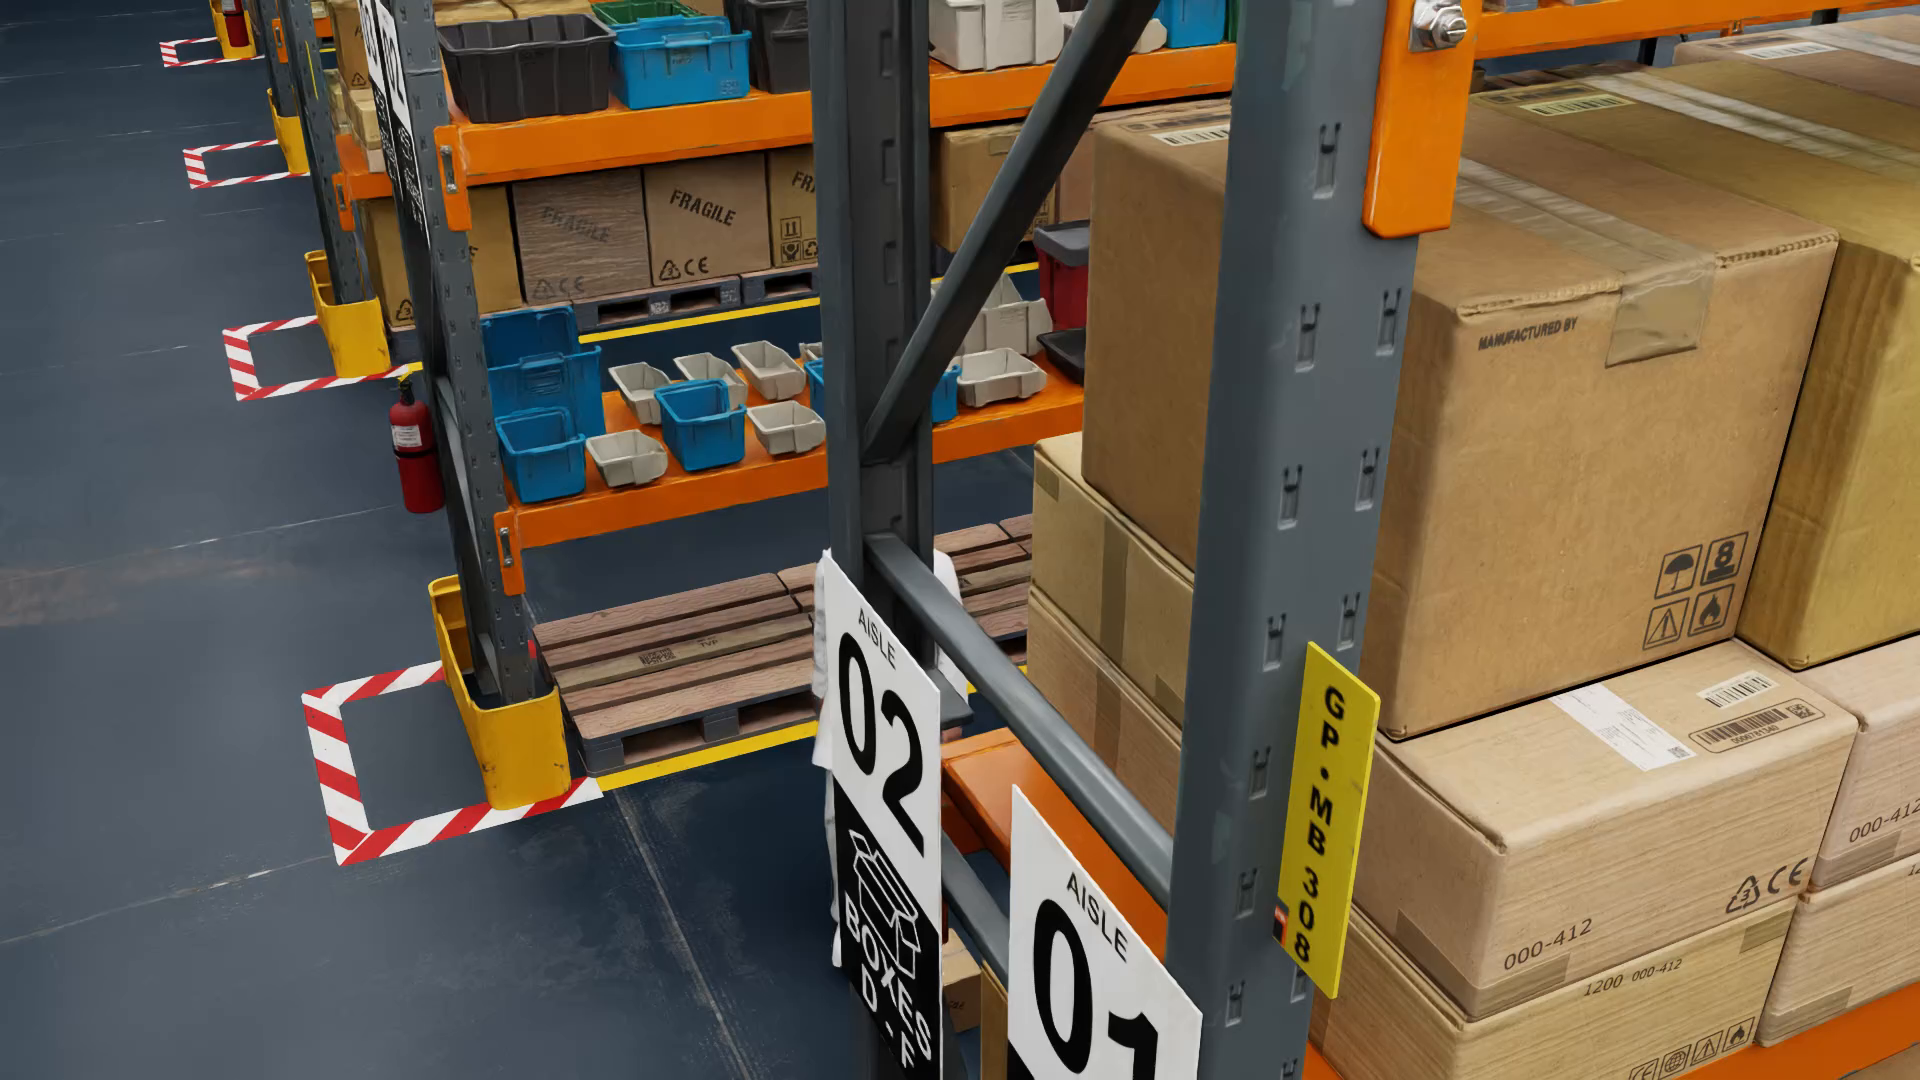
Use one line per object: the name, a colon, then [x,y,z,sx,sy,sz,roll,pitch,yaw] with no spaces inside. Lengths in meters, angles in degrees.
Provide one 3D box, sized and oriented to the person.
person: [-0.274,0.610,6.069,0.615,1.713,1.062,4,29,8]
